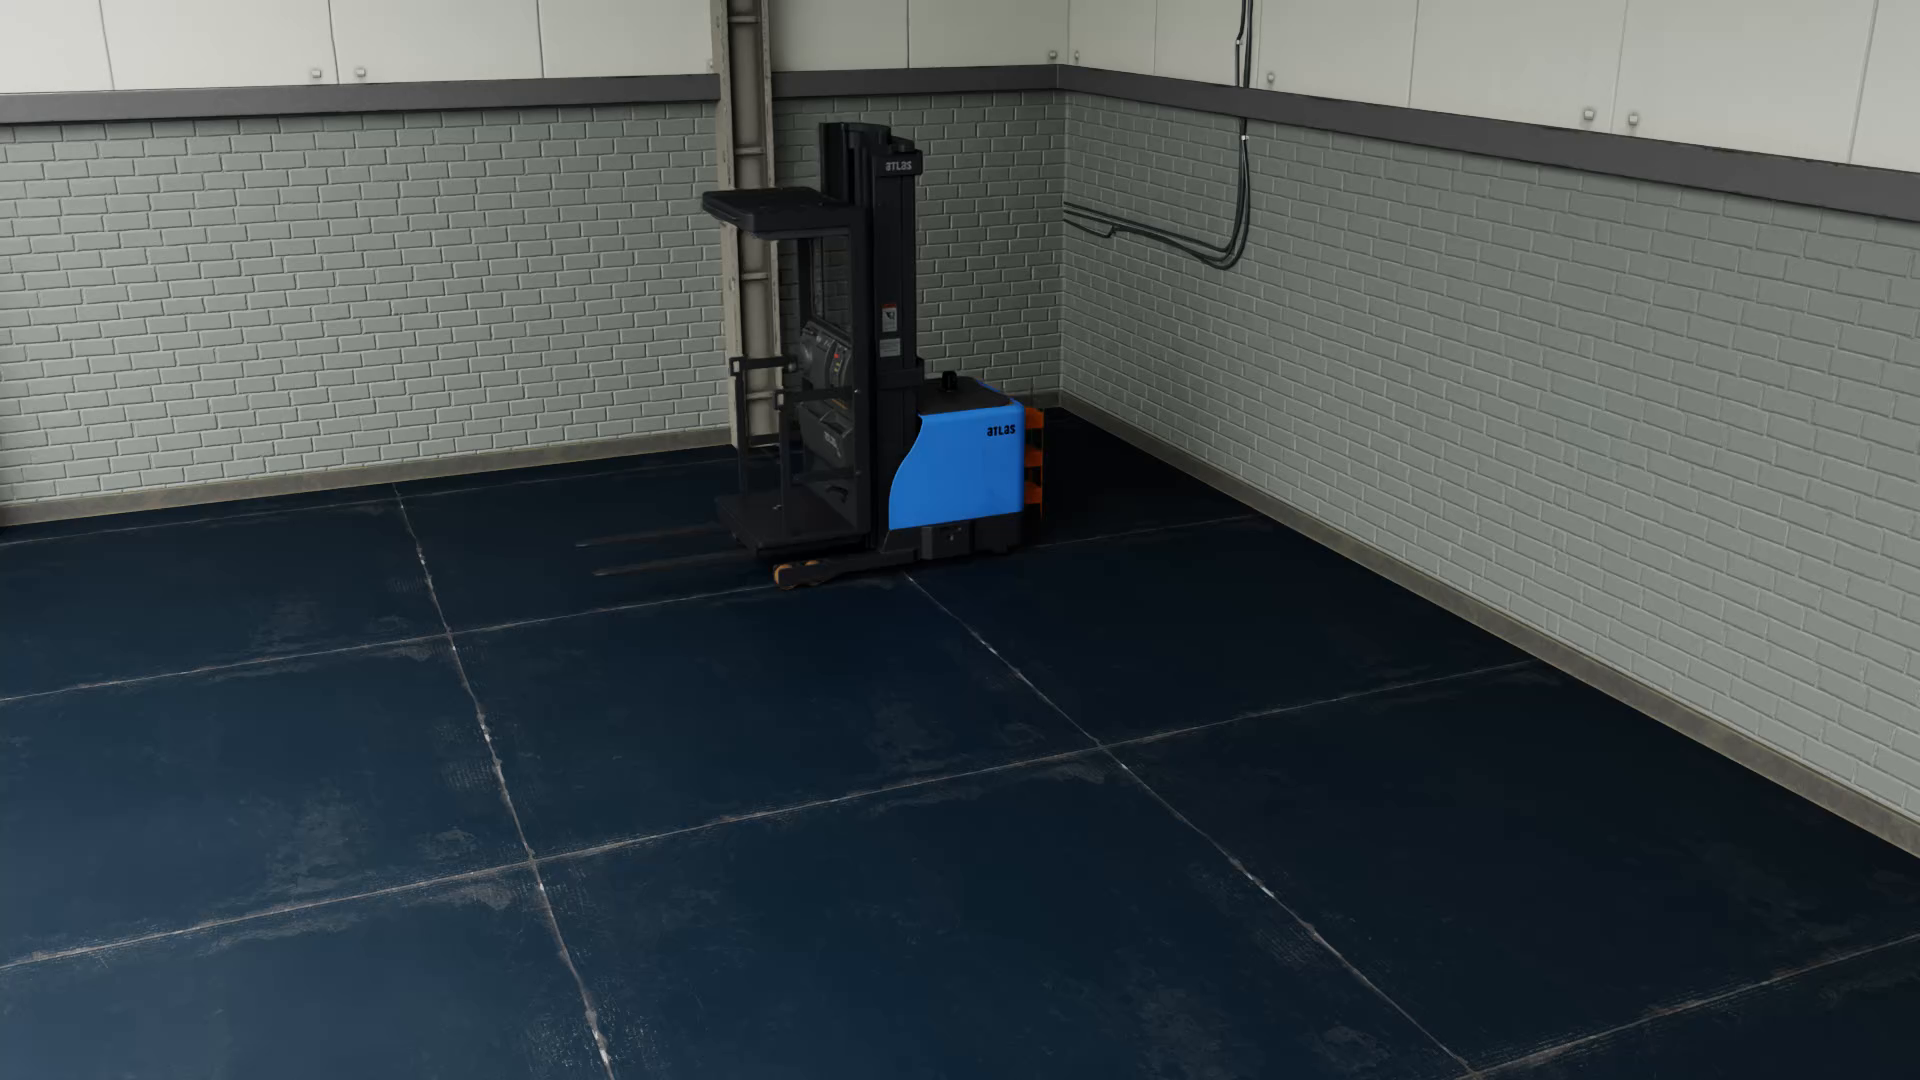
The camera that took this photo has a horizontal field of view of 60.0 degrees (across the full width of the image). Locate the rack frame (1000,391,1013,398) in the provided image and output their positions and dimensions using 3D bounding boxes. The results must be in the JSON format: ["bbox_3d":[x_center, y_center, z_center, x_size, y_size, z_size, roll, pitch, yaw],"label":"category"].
[{"bbox_3d":[0.332,-0.544,11.986,0.008,1.050,0.200,-8,21,-22],"label":"rack frame"}]

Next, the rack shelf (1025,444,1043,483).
[{"bbox_3d":[0.444,-0.550,12.036,0.240,0.259,0.215,-8,21,-22],"label":"rack shelf"}]

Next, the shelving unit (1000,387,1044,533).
[{"bbox_3d":[0.444,-0.560,12.032,0.252,1.050,0.215,-8,21,-22],"label":"shelving unit"}]

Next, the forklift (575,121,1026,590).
[{"bbox_3d":[-1.096,-1.251,11.162,3.031,2.935,1.130,-8,21,-22],"label":"forklift"}]

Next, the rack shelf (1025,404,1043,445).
[{"bbox_3d":[0.444,-0.818,11.941,0.240,0.259,0.215,-8,21,-22],"label":"rack shelf"}]

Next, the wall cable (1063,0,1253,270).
[{"bbox_3d":[1.483,-3.586,13.331,0.112,2.526,3.097,-8,21,-22],"label":"wall cable"}]

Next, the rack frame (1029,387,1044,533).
[{"bbox_3d":[0.555,-0.576,12.078,0.008,1.050,0.200,-8,21,-22],"label":"rack frame"}]

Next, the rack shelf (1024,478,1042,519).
[{"bbox_3d":[0.444,-0.288,12.128,0.240,0.259,0.215,-8,21,-22],"label":"rack shelf"}]

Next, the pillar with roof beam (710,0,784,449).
[{"bbox_3d":[-0.041,-3.753,9.132,0.400,9.000,9.100,-8,21,-22],"label":"pillar with roof beam"}]
